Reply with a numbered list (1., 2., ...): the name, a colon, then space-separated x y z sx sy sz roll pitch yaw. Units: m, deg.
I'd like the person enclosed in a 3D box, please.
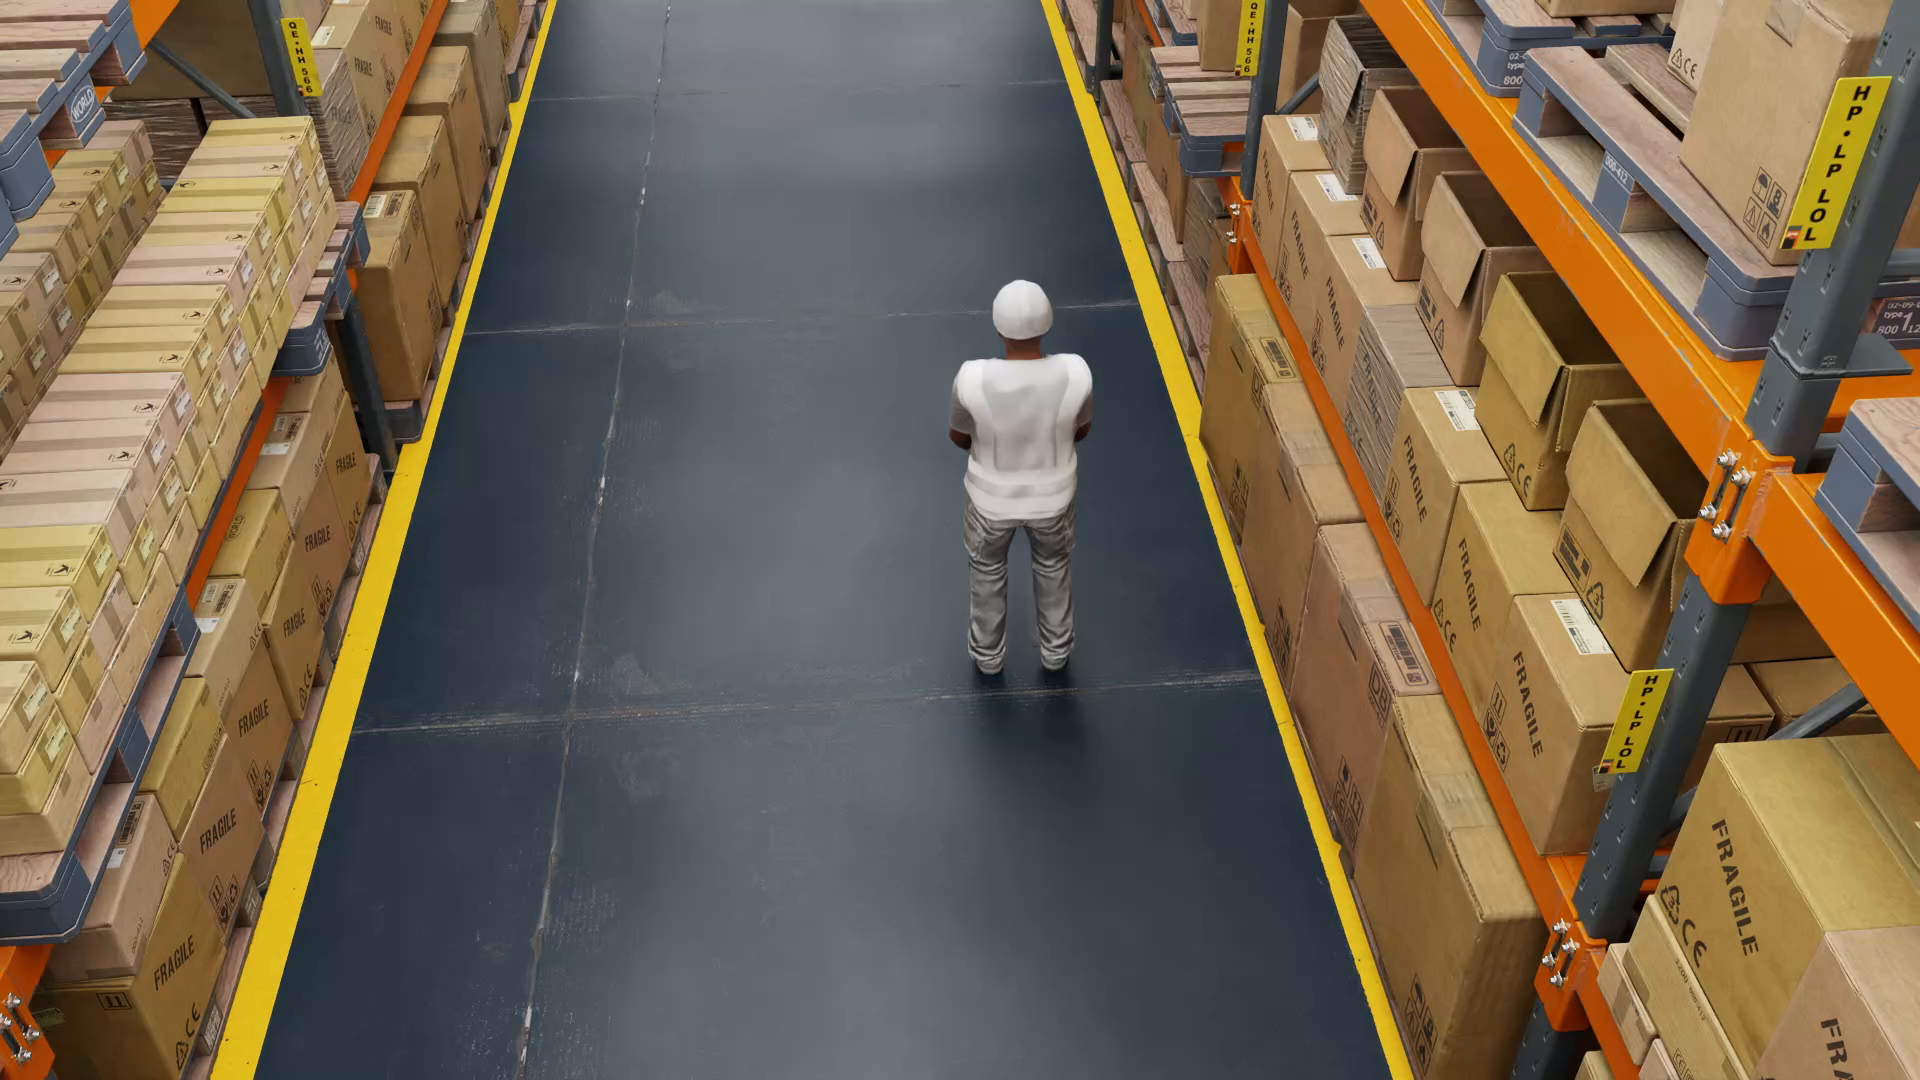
1. person: 0.208 -0.215 6.412 0.628 1.775 0.447 -4 39 -6
